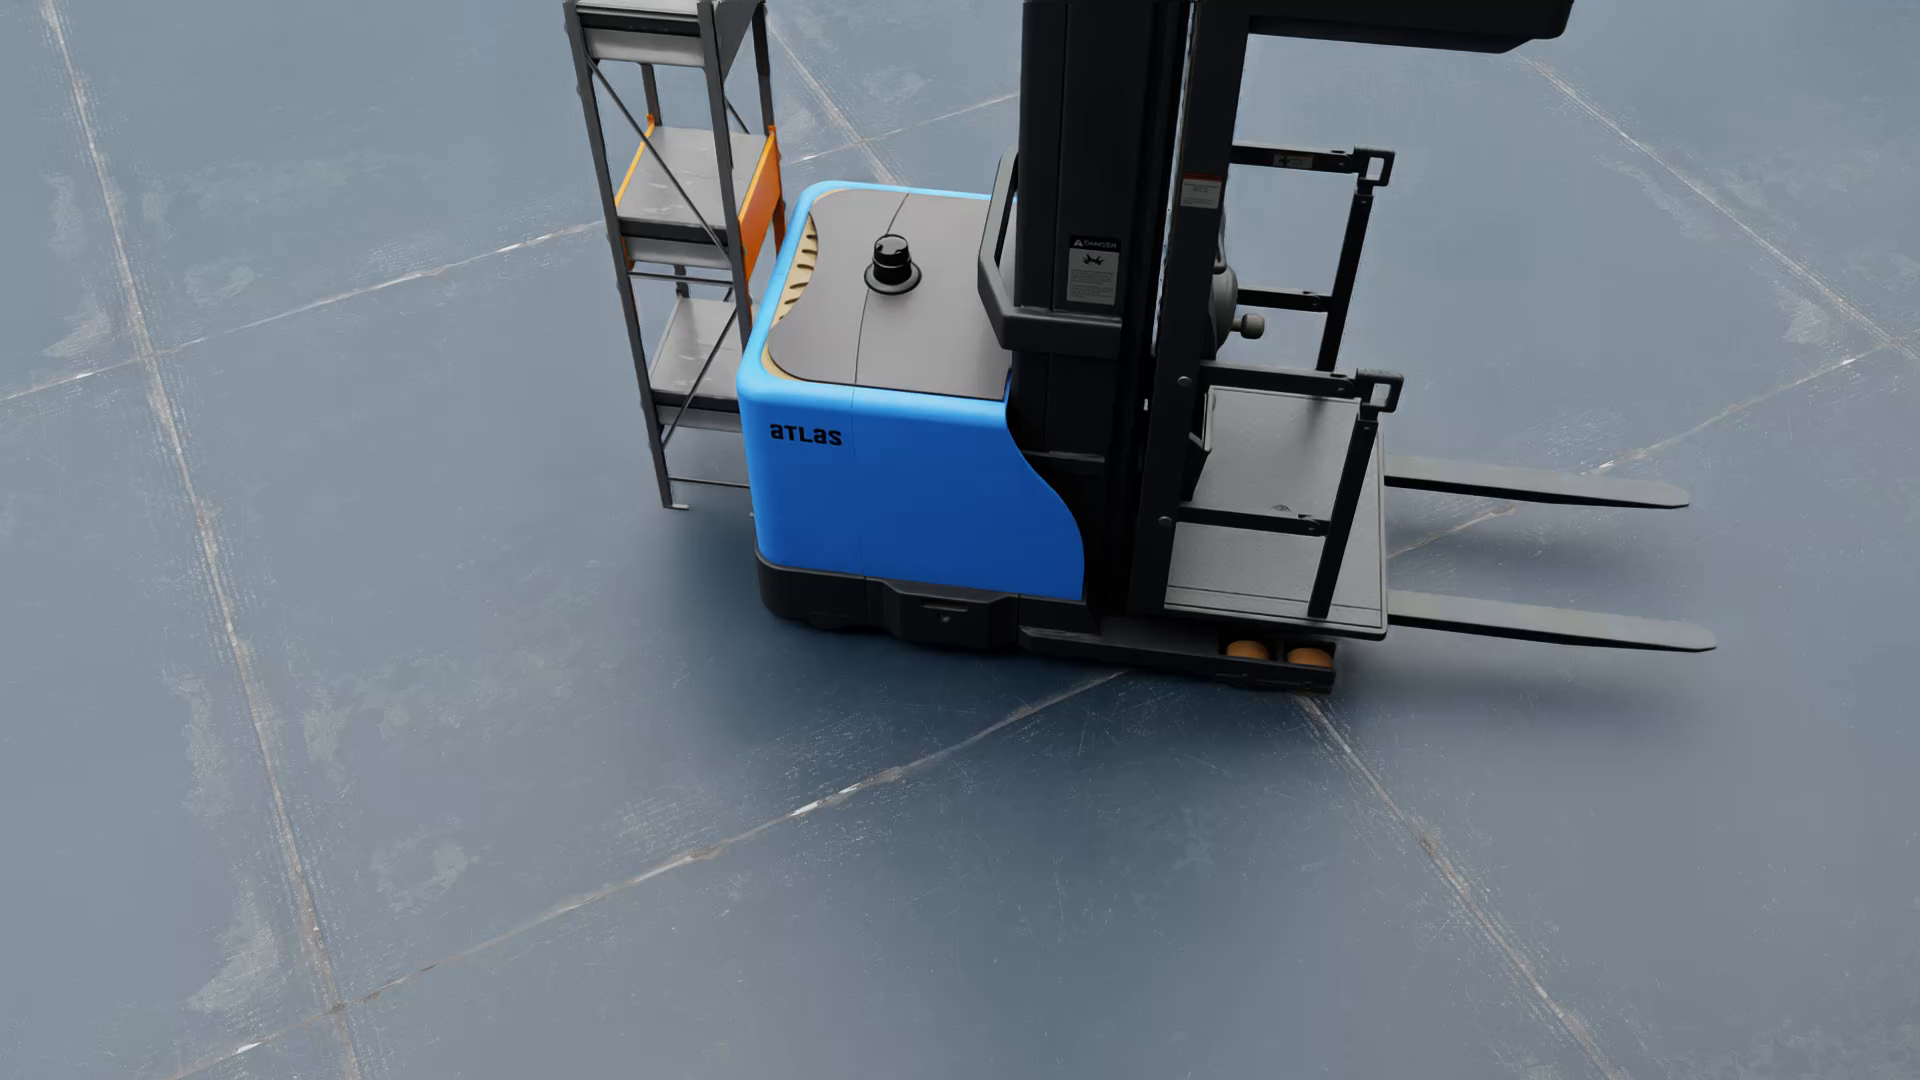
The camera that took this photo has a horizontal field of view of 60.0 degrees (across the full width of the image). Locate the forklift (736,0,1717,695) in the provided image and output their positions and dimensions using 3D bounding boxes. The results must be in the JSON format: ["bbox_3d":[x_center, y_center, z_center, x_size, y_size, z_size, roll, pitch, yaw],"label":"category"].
[{"bbox_3d":[0.902,-0.900,4.590,3.031,2.935,1.130,6,49,6],"label":"forklift"}]

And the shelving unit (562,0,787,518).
[{"bbox_3d":[-0.810,-0.970,5.203,0.431,2.100,0.503,6,49,6],"label":"shelving unit"}]

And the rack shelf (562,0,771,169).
[{"bbox_3d":[-0.810,-1.422,4.687,0.431,0.518,0.480,6,49,6],"label":"rack shelf"}]

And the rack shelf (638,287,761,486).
[{"bbox_3d":[-0.810,-0.500,5.740,0.431,0.518,0.480,6,49,6],"label":"rack shelf"}]

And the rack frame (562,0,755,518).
[{"bbox_3d":[-0.846,-0.788,5.044,0.400,2.100,0.015,6,49,6],"label":"rack frame"}]

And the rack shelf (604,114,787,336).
[{"bbox_3d":[-0.810,-0.961,5.213,0.431,0.518,0.480,6,49,6],"label":"rack shelf"}]

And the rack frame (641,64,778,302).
[{"bbox_3d":[-0.774,-1.151,5.362,0.400,2.100,0.015,6,49,6],"label":"rack frame"}]
